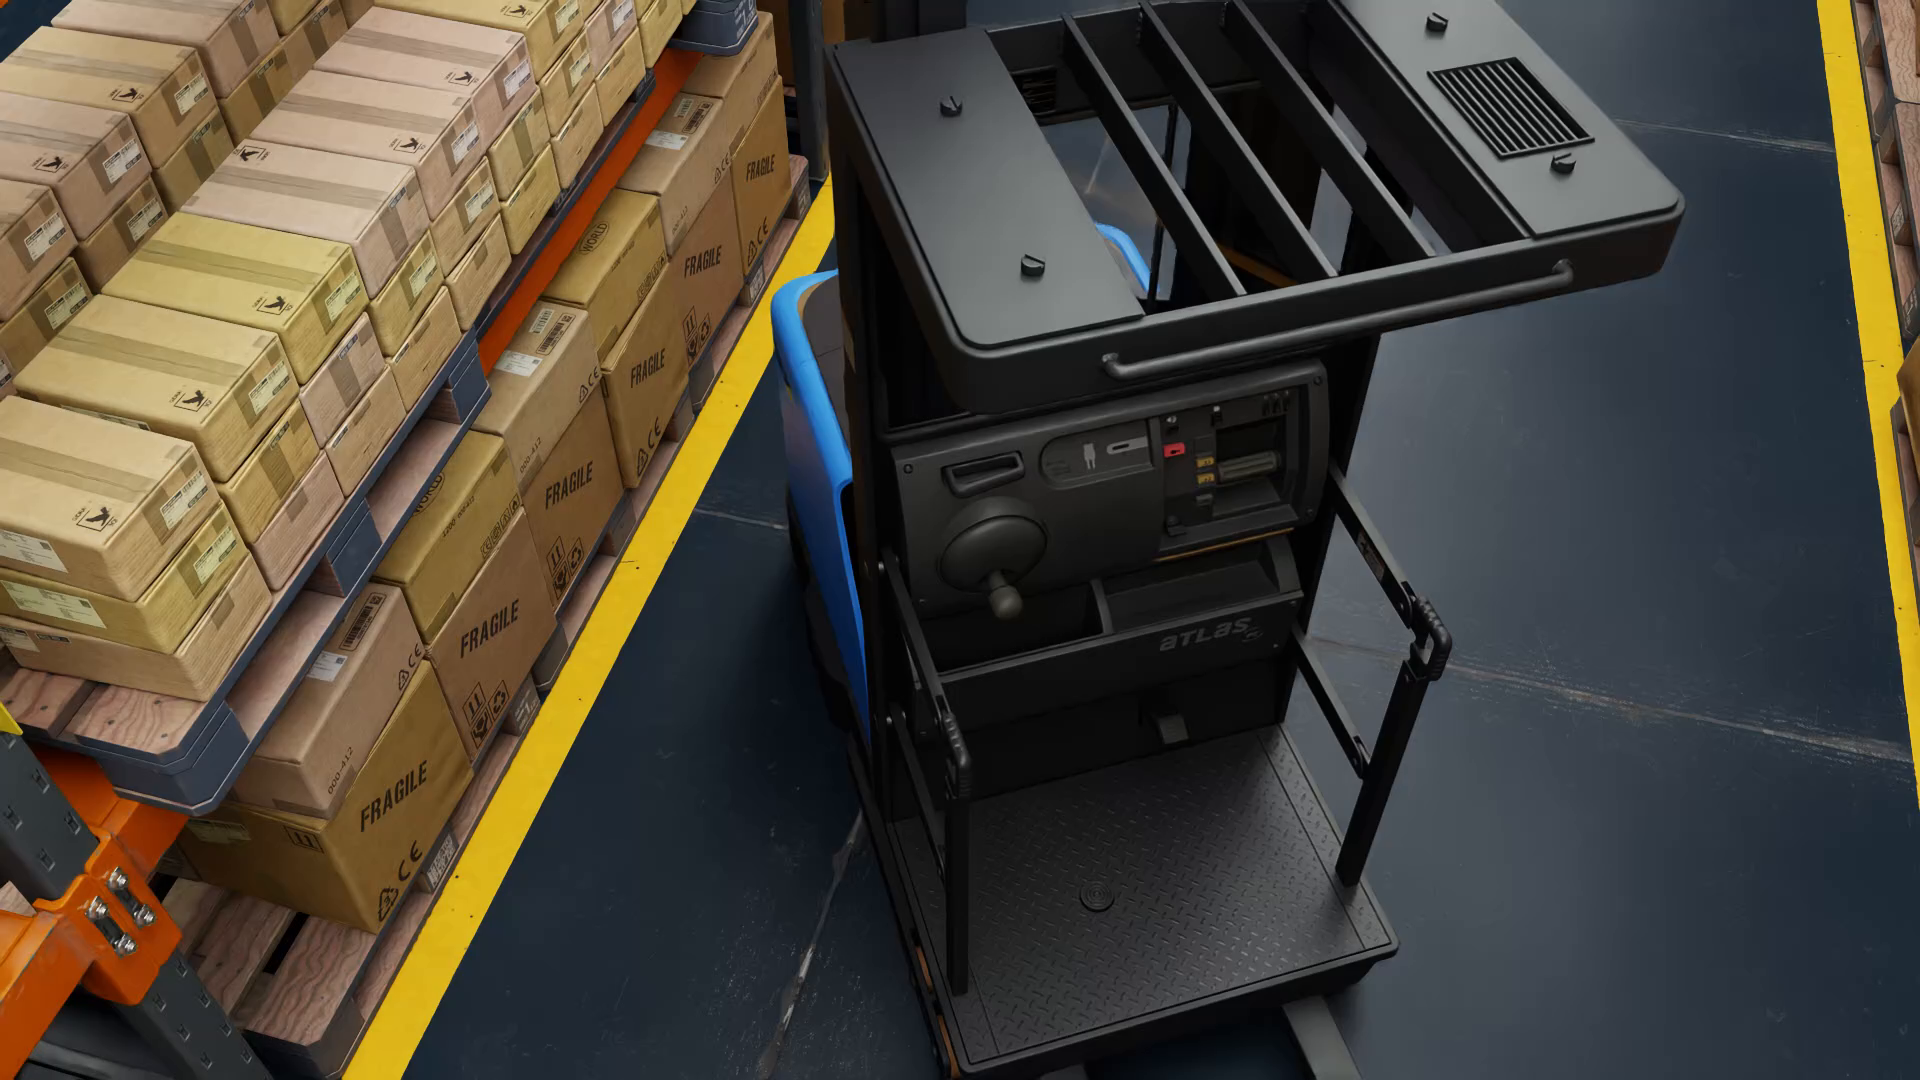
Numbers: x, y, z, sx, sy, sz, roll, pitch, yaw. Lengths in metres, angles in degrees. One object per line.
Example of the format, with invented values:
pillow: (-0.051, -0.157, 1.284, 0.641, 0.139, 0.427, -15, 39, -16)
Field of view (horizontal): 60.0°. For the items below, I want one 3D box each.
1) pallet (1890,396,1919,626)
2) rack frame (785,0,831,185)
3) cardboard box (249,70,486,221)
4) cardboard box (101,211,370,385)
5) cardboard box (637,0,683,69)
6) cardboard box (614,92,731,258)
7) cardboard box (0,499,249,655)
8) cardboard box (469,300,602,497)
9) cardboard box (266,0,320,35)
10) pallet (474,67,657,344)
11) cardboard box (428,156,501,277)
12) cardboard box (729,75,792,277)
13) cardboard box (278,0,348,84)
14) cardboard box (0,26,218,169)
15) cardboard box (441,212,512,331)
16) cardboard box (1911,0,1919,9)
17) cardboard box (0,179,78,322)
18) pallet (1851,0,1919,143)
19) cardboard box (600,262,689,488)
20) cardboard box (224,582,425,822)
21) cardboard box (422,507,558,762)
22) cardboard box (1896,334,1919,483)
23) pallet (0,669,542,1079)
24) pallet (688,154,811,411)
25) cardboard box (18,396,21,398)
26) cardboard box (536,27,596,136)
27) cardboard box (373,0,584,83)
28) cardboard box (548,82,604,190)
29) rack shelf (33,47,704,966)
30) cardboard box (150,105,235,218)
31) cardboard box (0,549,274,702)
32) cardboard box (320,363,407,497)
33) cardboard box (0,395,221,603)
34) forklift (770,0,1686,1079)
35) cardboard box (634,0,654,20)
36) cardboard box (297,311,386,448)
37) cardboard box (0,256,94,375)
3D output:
pallet: (3.482, 0.011, 5.100, 1.003, 0.211, 1.213, 12, 50, 10)
rack frame: (-0.996, -2.519, 5.473, 1.000, 3.000, 0.127, 12, 50, 10)
cardboard box: (-1.229, -0.826, 3.469, 0.380, 0.149, 0.250, 11, 50, 10)
cardboard box: (-1.364, -0.461, 3.147, 0.380, 0.149, 0.250, 12, 50, 10)
cardboard box: (-0.955, -1.388, 4.362, 0.380, 0.149, 0.250, 10, 49, 8)
cardboard box: (-1.046, -1.166, 5.165, 0.500, 0.250, 0.500, 12, 50, 11)
cardboard box: (-1.502, 0.025, 2.916, 0.380, 0.149, 0.250, 12, 50, 11)
cardboard box: (-1.323, -0.422, 4.509, 0.500, 0.250, 0.500, 13, 50, 11)
cardboard box: (-1.718, -1.345, 3.927, 0.380, 0.149, 0.250, 11, 49, 10)
pallet: (-1.478, -1.016, 4.274, 1.003, 0.211, 1.213, 12, 50, 10)
cardboard box: (-1.231, -0.733, 3.585, 0.380, 0.149, 0.250, 13, 50, 12)
cardboard box: (-0.917, -1.304, 5.787, 0.500, 0.500, 0.500, 11, 50, 10)
cardboard box: (-1.722, -1.236, 4.029, 0.380, 0.149, 0.250, 13, 50, 11)
cardboard box: (-1.855, -0.956, 3.584, 0.380, 0.149, 0.250, 10, 49, 9)
cardboard box: (-1.231, -0.623, 3.687, 0.380, 0.149, 0.250, 10, 49, 8)
cardboard box: (4.342, -2.493, 6.824, 0.700, 0.500, 0.500, 8, 49, 7)
cardboard box: (-1.992, -0.589, 3.260, 0.380, 0.149, 0.250, 10, 49, 9)
pallet: (4.292, -1.989, 6.865, 1.003, 0.211, 1.213, 12, 50, 10)
cardboard box: (-1.181, -0.543, 5.116, 0.500, 0.500, 0.500, 10, 49, 8)
cardboard box: (-1.600, 0.332, 3.844, 0.500, 0.250, 0.500, 10, 49, 8)
cardboard box: (-1.461, 0.197, 4.463, 0.500, 0.500, 0.500, 14, 50, 12)
cardboard box: (3.561, -0.408, 4.747, 1.225, 0.875, 0.875, 9, 49, 8)
pallet: (-1.846, 0.733, 4.462, 1.003, 0.211, 1.213, 12, 50, 10)
pallet: (-1.203, -1.032, 6.020, 1.003, 0.211, 1.213, 12, 50, 10)
cardboard box: (-2.068, -0.196, 3.310, 0.380, 0.149, 0.250, 12, 50, 10)
cardboard box: (-1.092, -1.106, 3.915, 0.380, 0.149, 0.250, 11, 49, 9)
cardboard box: (-1.095, -1.204, 3.803, 0.380, 0.149, 0.250, 13, 50, 11)
cardboard box: (-1.094, -1.003, 4.022, 0.380, 0.149, 0.250, 10, 49, 8)
rack shelf: (-1.523, -0.835, 4.466, 1.077, 0.370, 4.000, 12, 50, 10)
cardboard box: (-1.861, -0.863, 3.700, 0.380, 0.149, 0.250, 9, 49, 8)
cardboard box: (-1.502, 0.124, 3.027, 0.380, 0.149, 0.250, 9, 49, 8)
cardboard box: (-1.365, -0.258, 3.364, 0.380, 0.149, 0.250, 12, 50, 10)
cardboard box: (-1.502, -0.073, 2.804, 0.380, 0.149, 0.250, 14, 50, 12)
forklift: (0.390, 0.004, 3.292, 1.130, 2.935, 3.031, -13, 50, -11)
cardboard box: (-0.956, -1.482, 4.246, 0.380, 0.149, 0.250, 11, 50, 10)
cardboard box: (-1.368, -0.349, 3.247, 0.380, 0.149, 0.250, 13, 50, 11)
cardboard box: (-1.998, -0.477, 3.359, 0.380, 0.149, 0.250, 14, 50, 12)
